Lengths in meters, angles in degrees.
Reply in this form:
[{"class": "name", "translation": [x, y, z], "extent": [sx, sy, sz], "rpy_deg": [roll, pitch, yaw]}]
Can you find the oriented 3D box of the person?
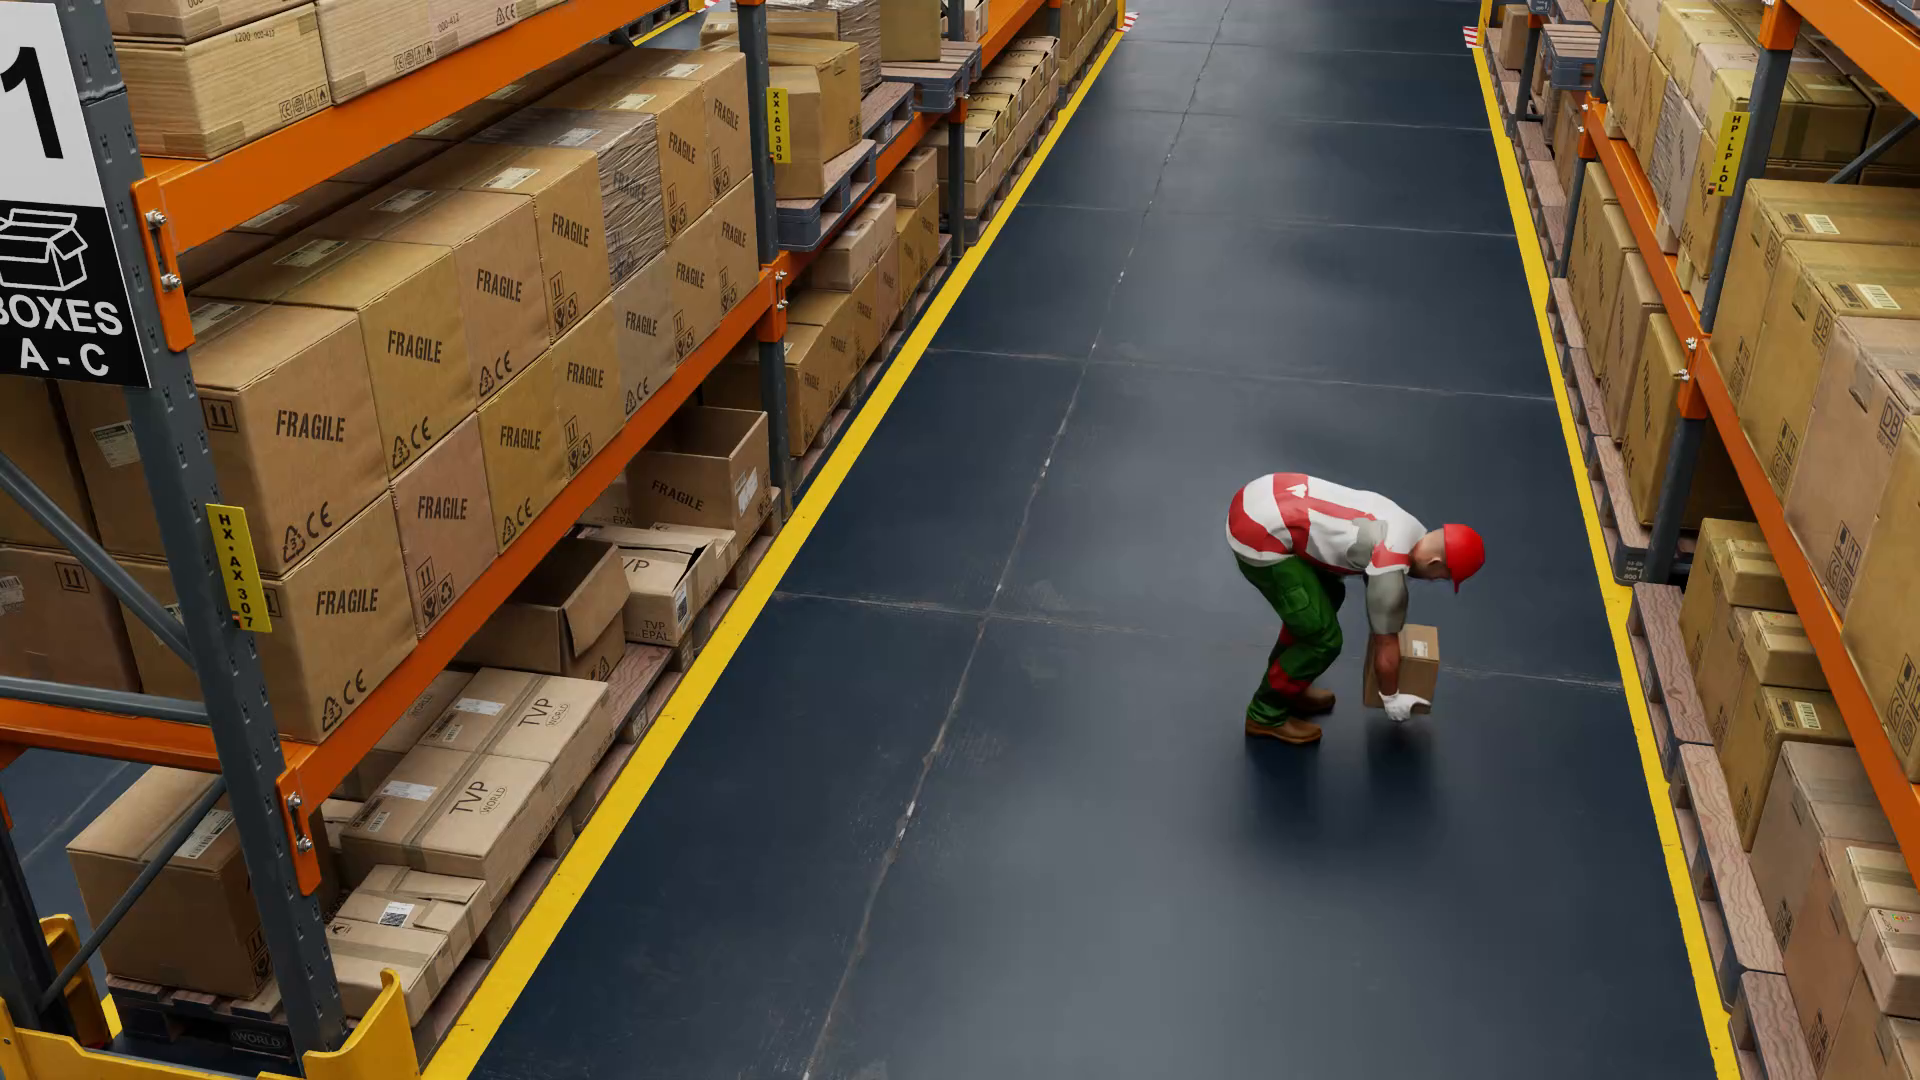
[{"class": "person", "translation": [1.480, 0.265, 6.381], "extent": [0.959, 1.049, 0.509], "rpy_deg": [5, 29, 8]}]
